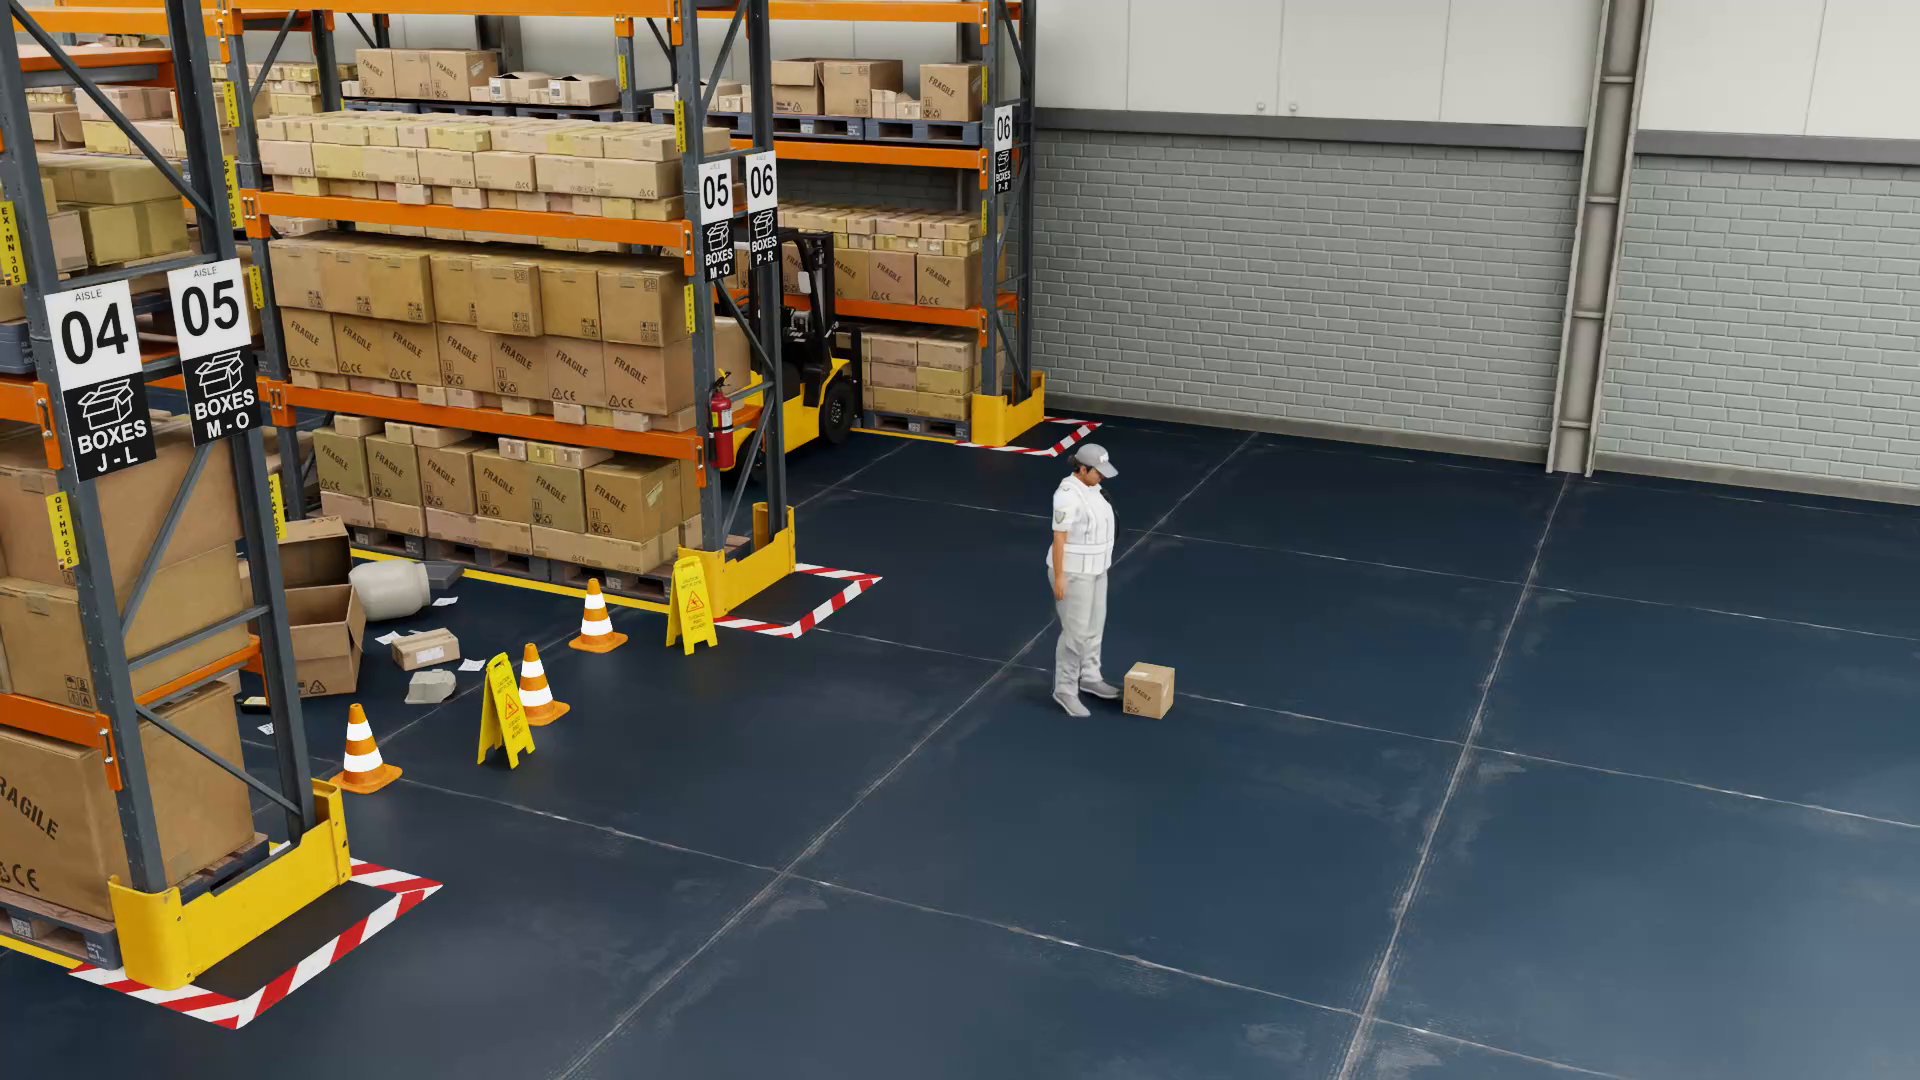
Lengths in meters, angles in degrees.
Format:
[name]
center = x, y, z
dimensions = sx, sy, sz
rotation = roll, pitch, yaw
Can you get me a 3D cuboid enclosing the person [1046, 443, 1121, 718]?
[person]
center = 0.784, 0.238, 10.401
dimensions = 0.476, 1.706, 0.561
rotation = 10, 22, 28
